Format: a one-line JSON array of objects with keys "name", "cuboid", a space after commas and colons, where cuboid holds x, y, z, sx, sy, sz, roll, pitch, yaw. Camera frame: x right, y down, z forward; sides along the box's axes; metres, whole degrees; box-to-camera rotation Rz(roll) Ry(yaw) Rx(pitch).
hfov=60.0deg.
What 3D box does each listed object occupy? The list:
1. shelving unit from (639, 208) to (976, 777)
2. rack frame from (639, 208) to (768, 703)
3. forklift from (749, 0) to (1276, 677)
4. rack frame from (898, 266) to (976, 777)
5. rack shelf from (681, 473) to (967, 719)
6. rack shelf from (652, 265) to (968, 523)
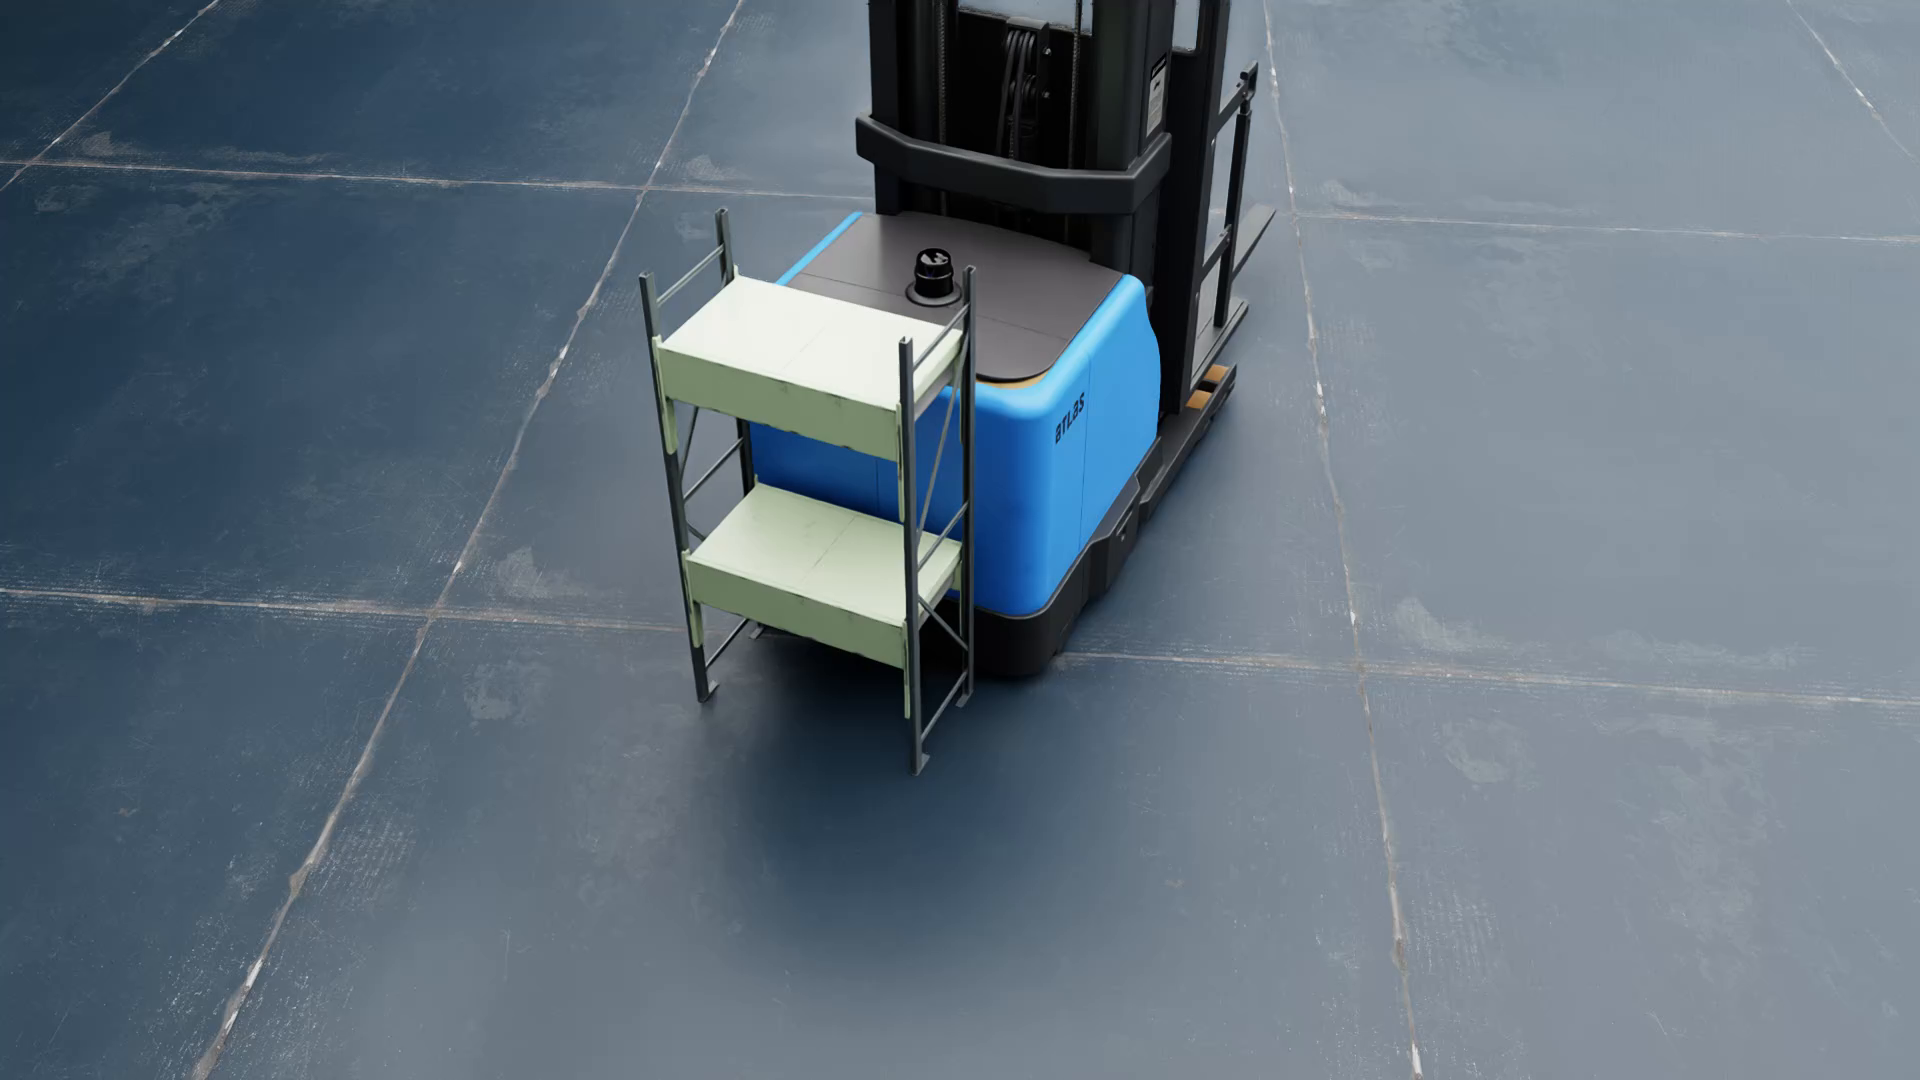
[{"name": "shelving unit", "cuboid": [-0.384, -0.098, 4.682, 0.755, 1.500, 0.431, 16, 42, 19]}, {"name": "rack frame", "cuboid": [-0.716, -0.195, 4.802, 0.023, 1.500, 0.400, 16, 42, 19]}, {"name": "forklift", "cuboid": [0.405, -1.642, 5.446, 1.130, 2.935, 3.031, 17, 42, 20]}, {"name": "rack frame", "cuboid": [-0.053, 0.000, 4.562, 0.023, 1.500, 0.400, 16, 42, 19]}, {"name": "rack shelf", "cuboid": [-0.384, 0.155, 4.888, 0.720, 0.370, 0.431, 16, 42, 19]}, {"name": "rack shelf", "cuboid": [-0.384, -0.401, 4.436, 0.720, 0.370, 0.431, 16, 42, 19]}]
